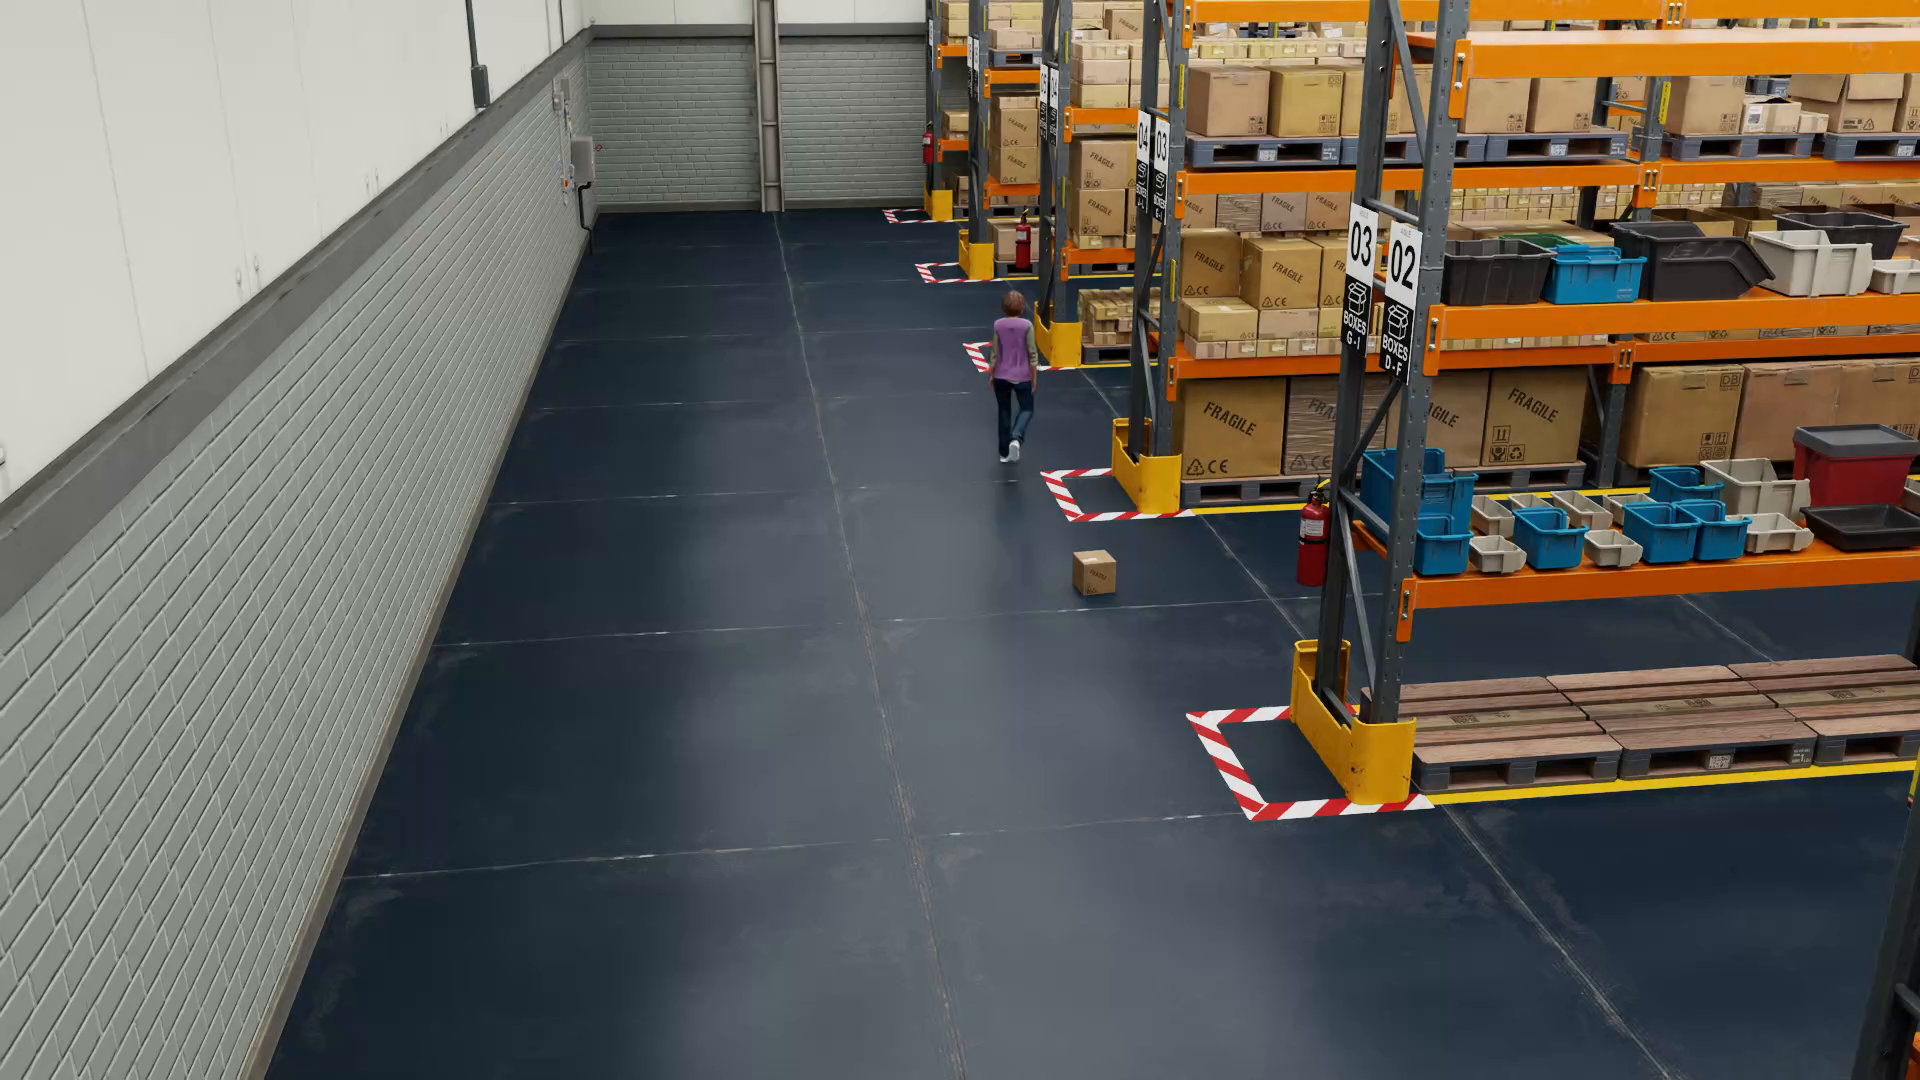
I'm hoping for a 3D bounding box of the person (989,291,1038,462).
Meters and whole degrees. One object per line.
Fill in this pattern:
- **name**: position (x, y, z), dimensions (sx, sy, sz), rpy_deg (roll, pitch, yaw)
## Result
- **person**: position (0.468, -1.431, 14.910), dimensions (0.458, 1.587, 0.582), rpy_deg (4, 21, 12)
